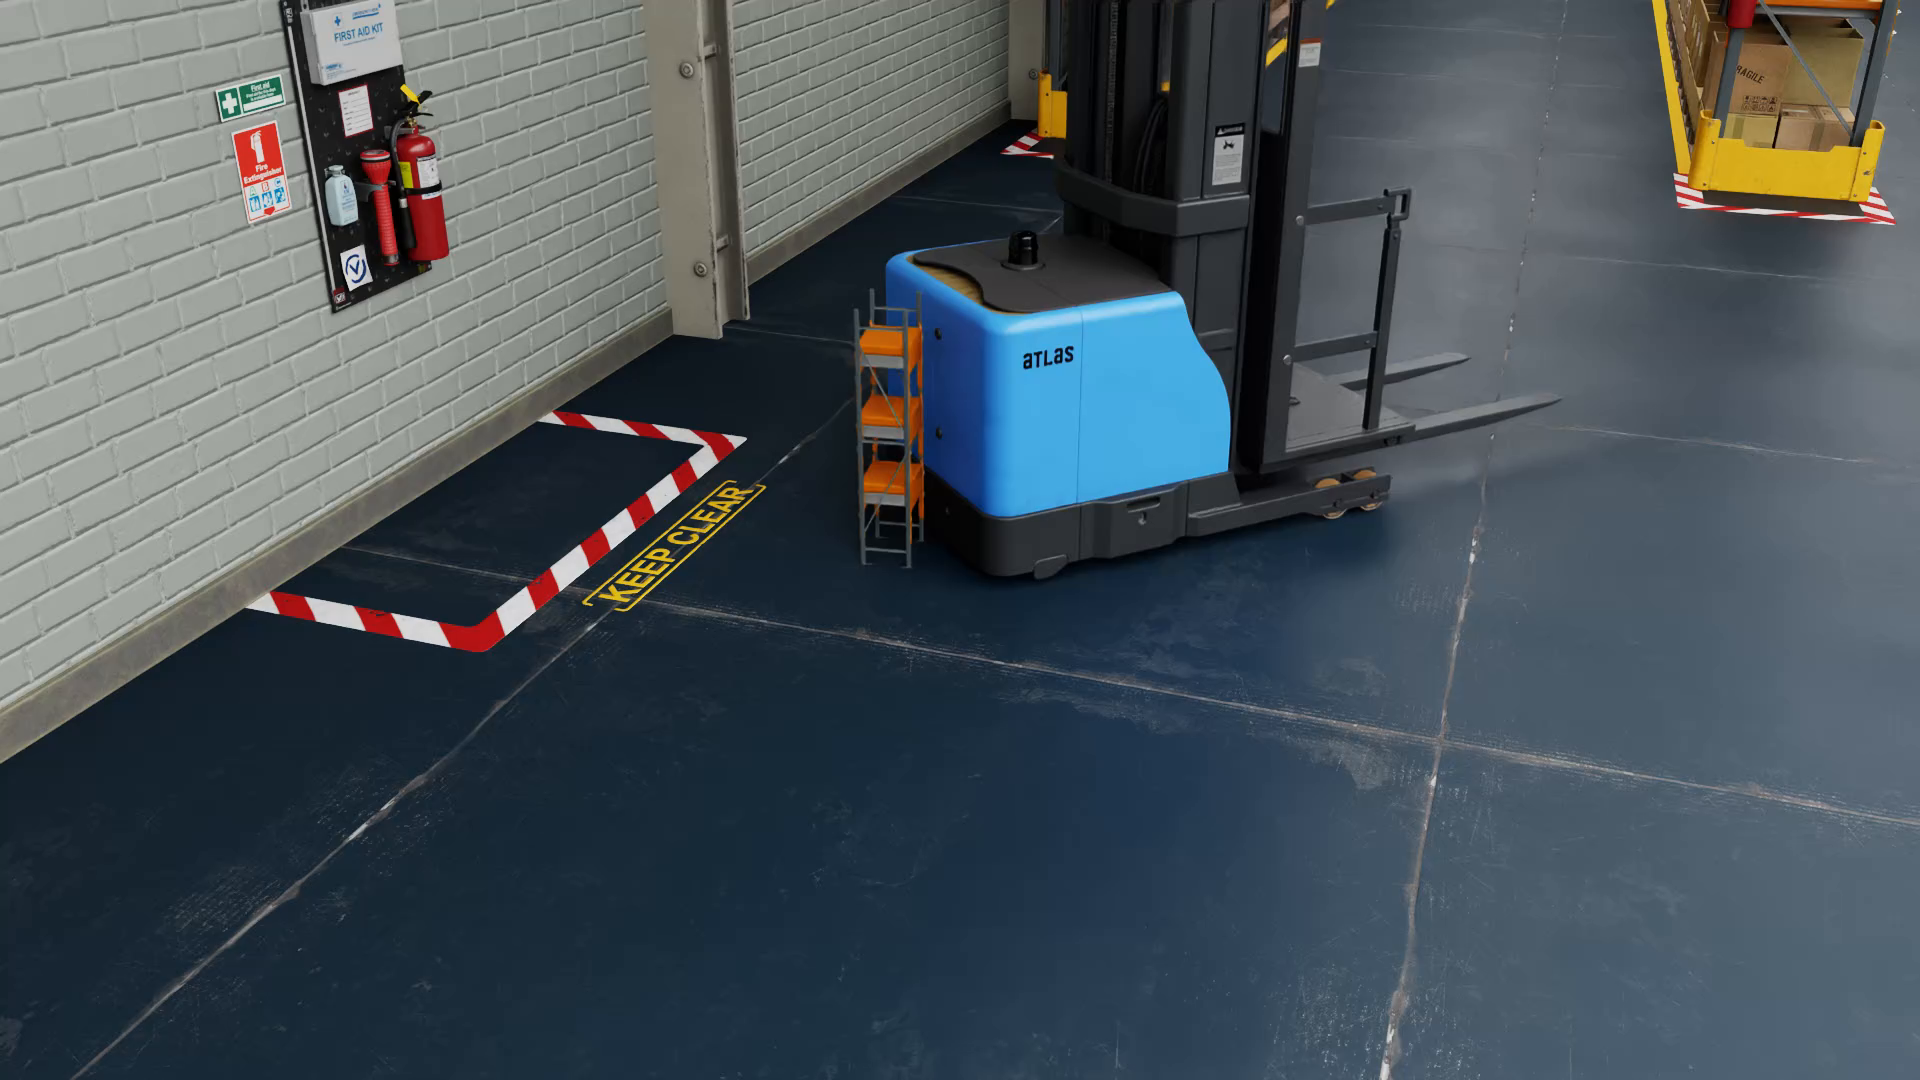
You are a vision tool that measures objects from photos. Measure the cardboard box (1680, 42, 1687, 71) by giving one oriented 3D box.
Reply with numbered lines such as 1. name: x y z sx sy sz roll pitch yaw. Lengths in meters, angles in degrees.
1. cardboard box: 6.757 -4.323 14.910 0.500 0.250 0.500 9 27 17

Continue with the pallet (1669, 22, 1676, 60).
1. pallet: 7.810 -5.075 16.989 1.003 0.211 1.213 9 27 17

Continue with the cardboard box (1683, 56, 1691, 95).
1. cardboard box: 6.415 -3.914 14.065 0.500 0.250 0.500 9 27 17

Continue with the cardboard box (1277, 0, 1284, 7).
1. cardboard box: 3.246 -6.245 18.570 0.700 0.500 0.500 9 27 17

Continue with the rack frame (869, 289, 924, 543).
1. rack frame: -0.245 -0.472 6.520 0.200 1.050 0.008 5 26 10

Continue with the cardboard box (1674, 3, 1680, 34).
1. cardboard box: 7.573 -5.309 16.946 0.500 0.250 0.500 9 27 18

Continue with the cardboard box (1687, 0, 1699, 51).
1. cardboard box: 6.589 -4.456 14.323 0.500 0.500 0.500 9 27 17

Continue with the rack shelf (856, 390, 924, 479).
1. rack shelf: -0.267 -0.410 6.417 0.215 0.259 0.240 5 26 10

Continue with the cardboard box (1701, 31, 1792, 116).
1. cardboard box: 5.764 -3.427 12.199 0.500 0.500 0.500 9 27 17

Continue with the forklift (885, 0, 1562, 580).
1. forklift: 1.241 -1.599 6.690 3.031 2.935 1.130 -12 28 -24

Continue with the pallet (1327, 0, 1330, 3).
1. pallet: 4.189 -6.937 20.835 1.003 0.211 1.213 9 27 17

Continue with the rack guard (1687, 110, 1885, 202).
1. rack guard: 5.858 -2.740 11.835 1.175 0.500 0.348 9 27 17

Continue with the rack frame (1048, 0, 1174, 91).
1. rack frame: 1.194 -4.591 12.791 1.000 3.000 0.127 9 27 17

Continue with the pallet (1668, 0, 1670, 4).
1. pallet: 9.220 -6.708 20.362 1.003 0.211 1.213 9 27 17

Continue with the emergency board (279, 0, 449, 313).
1. emergency board: -2.244 -1.529 6.466 0.194 1.169 0.643 9 27 17

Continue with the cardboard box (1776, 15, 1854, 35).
1. cardboard box: 6.574 -3.765 12.896 0.500 0.500 0.500 9 27 17

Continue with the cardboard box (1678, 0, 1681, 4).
1. cardboard box: 7.568 -5.556 16.812 0.500 0.311 0.500 8 27 17

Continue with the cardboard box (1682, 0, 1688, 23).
1. cardboard box: 7.229 -5.145 15.964 0.500 0.311 0.500 10 27 19

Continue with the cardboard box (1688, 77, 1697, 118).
1. cardboard box: 6.086 -3.502 13.215 0.500 0.250 0.500 9 27 17

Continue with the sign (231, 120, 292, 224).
1. sign: -2.525 -1.333 6.019 0.001 0.329 0.234 9 27 17

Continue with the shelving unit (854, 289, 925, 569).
1. shelving unit: -0.267 -0.420 6.412 0.215 1.050 0.252 5 26 10

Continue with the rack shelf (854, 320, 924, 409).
1. rack shelf: -0.267 -0.666 6.293 0.215 0.259 0.240 5 26 10

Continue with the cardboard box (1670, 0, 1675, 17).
1. cardboard box: 7.911 -5.734 17.825 0.500 0.250 0.500 8 27 16

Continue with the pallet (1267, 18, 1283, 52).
1. pallet: 2.783 -5.300 17.455 1.003 0.211 1.213 9 27 17

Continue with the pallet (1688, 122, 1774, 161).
1. pallet: 6.081 -2.940 12.580 1.003 0.211 1.213 9 27 17

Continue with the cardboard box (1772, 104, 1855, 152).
1. cardboard box: 6.255 -3.014 12.207 0.500 0.250 0.500 9 27 17

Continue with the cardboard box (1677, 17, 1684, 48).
1. cardboard box: 7.232 -4.890 16.081 0.500 0.250 0.500 8 27 17

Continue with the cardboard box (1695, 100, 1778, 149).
1. cardboard box: 5.766 -3.089 12.362 0.500 0.250 0.500 9 27 17

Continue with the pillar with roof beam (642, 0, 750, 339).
1. pillar with roof beam: 2.674 -4.615 5.955 9.100 9.000 0.400 9 27 17

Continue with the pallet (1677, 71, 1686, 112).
1. pallet: 6.893 -3.943 14.651 1.003 0.211 1.213 9 27 17

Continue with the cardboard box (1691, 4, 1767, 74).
1. cardboard box: 6.251 -4.045 13.476 0.500 0.500 0.500 9 27 17
